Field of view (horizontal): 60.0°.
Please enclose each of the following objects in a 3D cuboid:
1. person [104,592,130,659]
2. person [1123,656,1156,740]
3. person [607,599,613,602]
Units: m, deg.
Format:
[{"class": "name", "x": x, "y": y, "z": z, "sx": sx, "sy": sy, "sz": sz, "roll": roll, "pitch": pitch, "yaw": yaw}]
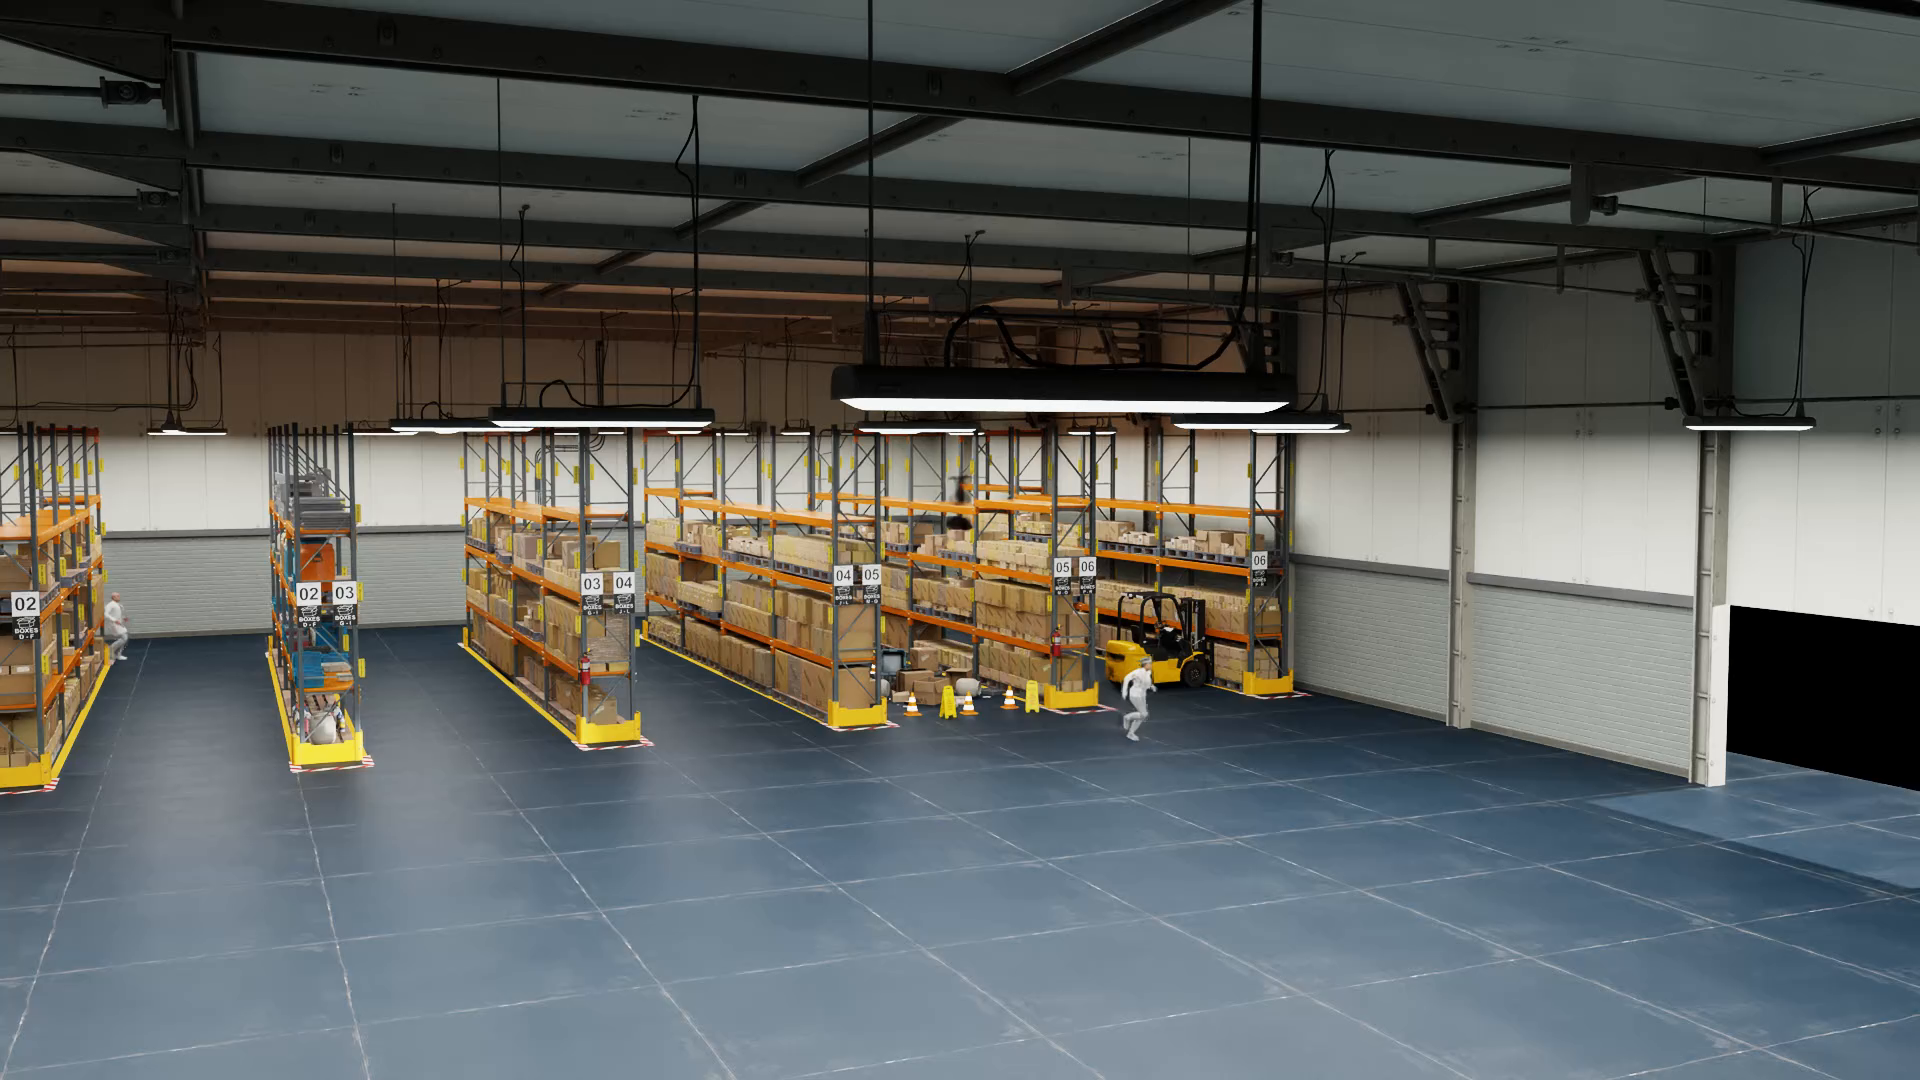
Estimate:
[{"class": "person", "x": -21.826, "y": 2.233, "z": 43.054, "sx": 0.545, "sy": 1.766, "sz": 0.774, "roll": -1, "pitch": 4, "yaw": -9}, {"class": "person", "x": 3.420, "y": 3.000, "z": 31.606, "sx": 0.672, "sy": 1.617, "sz": 0.605, "roll": 2, "pitch": 4, "yaw": 35}, {"class": "person", "x": -10.201, "y": 2.018, "z": 47.466, "sx": 0.566, "sy": 1.616, "sz": 0.617, "roll": -1, "pitch": 4, "yaw": -17}]
